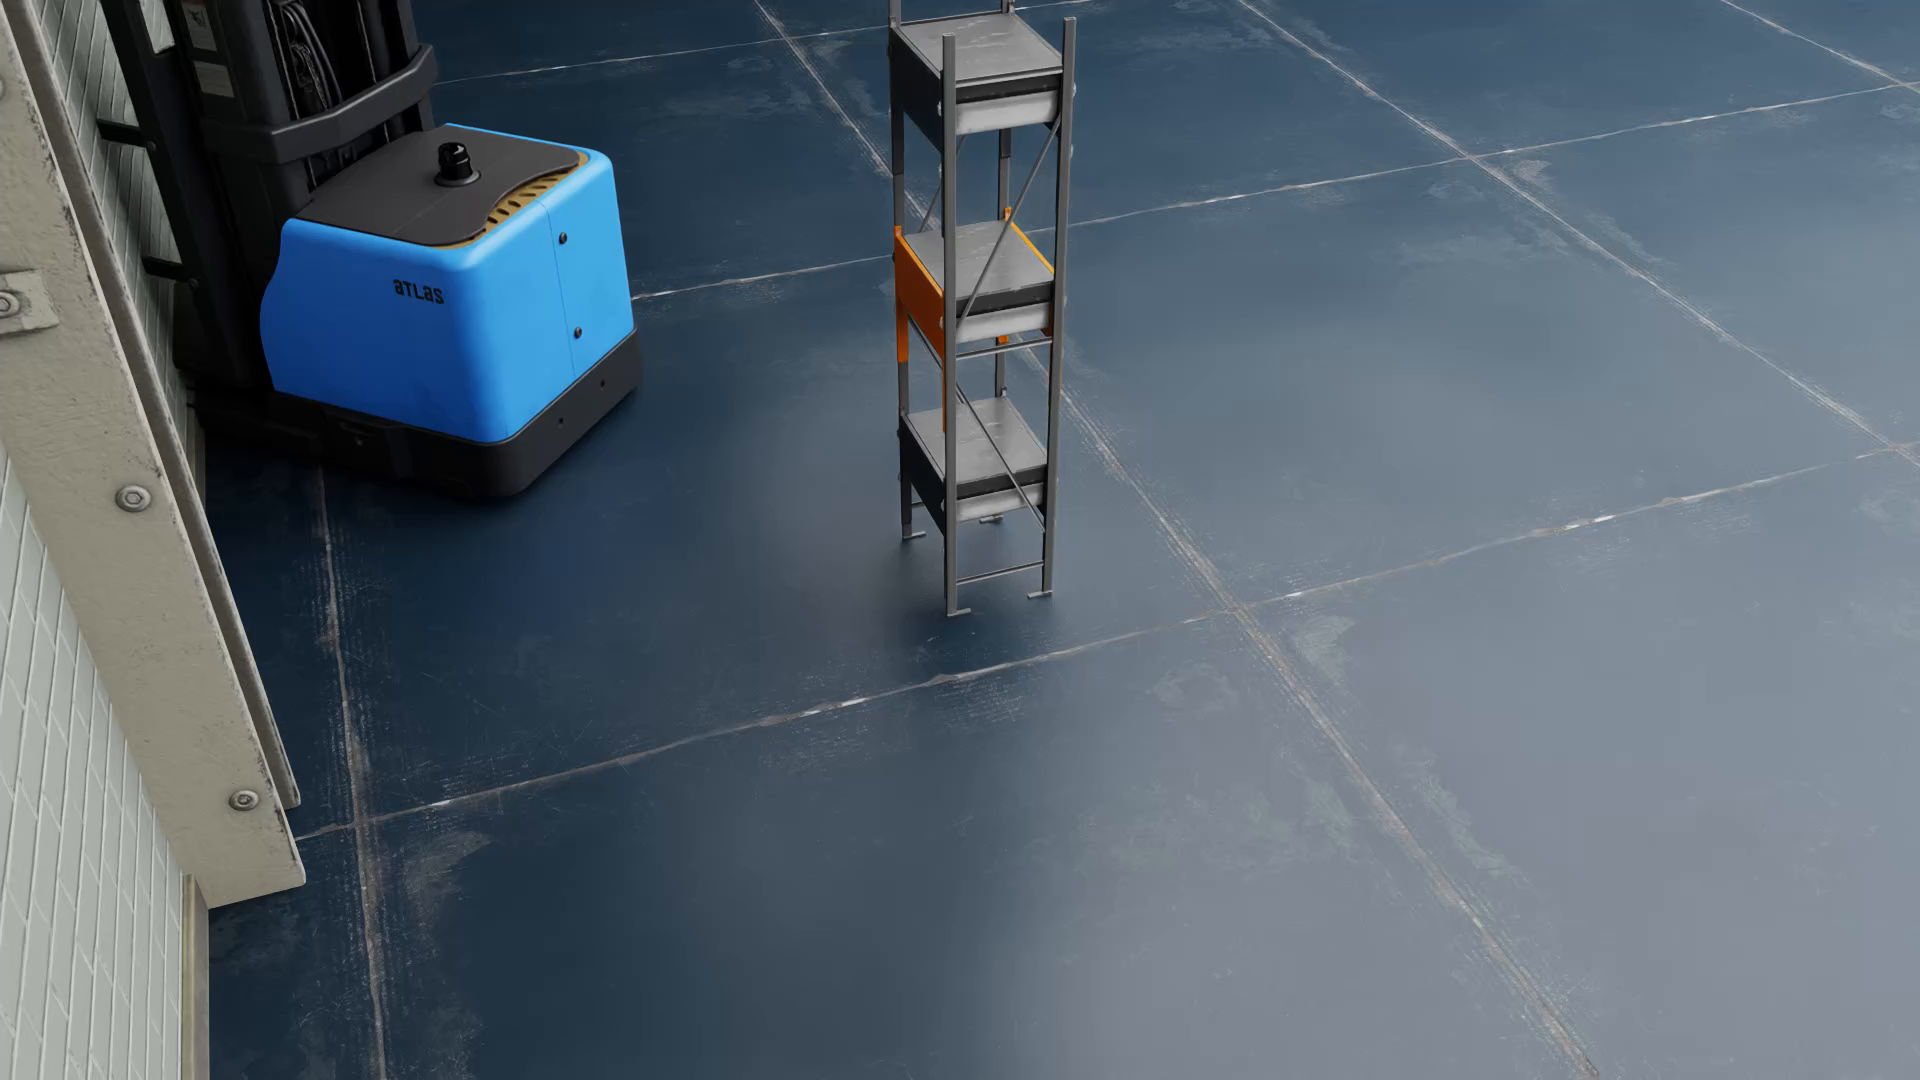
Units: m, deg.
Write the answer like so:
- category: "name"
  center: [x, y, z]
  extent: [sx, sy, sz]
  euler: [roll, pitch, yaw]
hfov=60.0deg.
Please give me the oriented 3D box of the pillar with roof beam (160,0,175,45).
- category: "pillar with roof beam"
  center: [-0.165, -6.940, 7.985]
  extent: [9.100, 9.000, 0.400]
  euler: [-12, 39, -16]

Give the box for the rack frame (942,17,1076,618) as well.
- category: "rack frame"
  center: [0.141, -0.607, 5.311]
  extent: [0.400, 2.100, 0.015]
  euler: [-12, 39, -16]

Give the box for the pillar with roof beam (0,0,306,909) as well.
- category: "pillar with roof beam"
  center: [1.900, -3.551, 3.485]
  extent: [9.100, 9.000, 0.400]
  euler: [-12, 39, -16]

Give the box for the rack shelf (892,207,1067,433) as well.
- category: "rack shelf"
  center: [0.057, -0.734, 5.502]
  extent: [0.431, 0.518, 0.480]
  euler: [-12, 39, -16]

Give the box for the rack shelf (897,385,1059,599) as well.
- category: "rack shelf"
  center: [0.057, -0.175, 5.923]
  extent: [0.431, 0.518, 0.480]
  euler: [-12, 39, -16]

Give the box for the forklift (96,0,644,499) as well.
- category: "forklift"
  center: [-2.907, -1.897, 6.332]
  extent: [3.031, 2.935, 1.130]
  euler: [14, 39, 18]

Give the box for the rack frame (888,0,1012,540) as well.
- category: "rack frame"
  center: [-0.027, -0.883, 5.677]
  extent: [0.400, 2.100, 0.015]
  euler: [-12, 39, -16]

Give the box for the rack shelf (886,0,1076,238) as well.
- category: "rack shelf"
  center: [0.057, -1.293, 5.081]
  extent: [0.431, 0.518, 0.480]
  euler: [-12, 39, -16]

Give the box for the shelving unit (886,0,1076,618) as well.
- category: "shelving unit"
  center: [0.057, -0.745, 5.494]
  extent: [0.431, 2.100, 0.503]
  euler: [-12, 39, -16]
